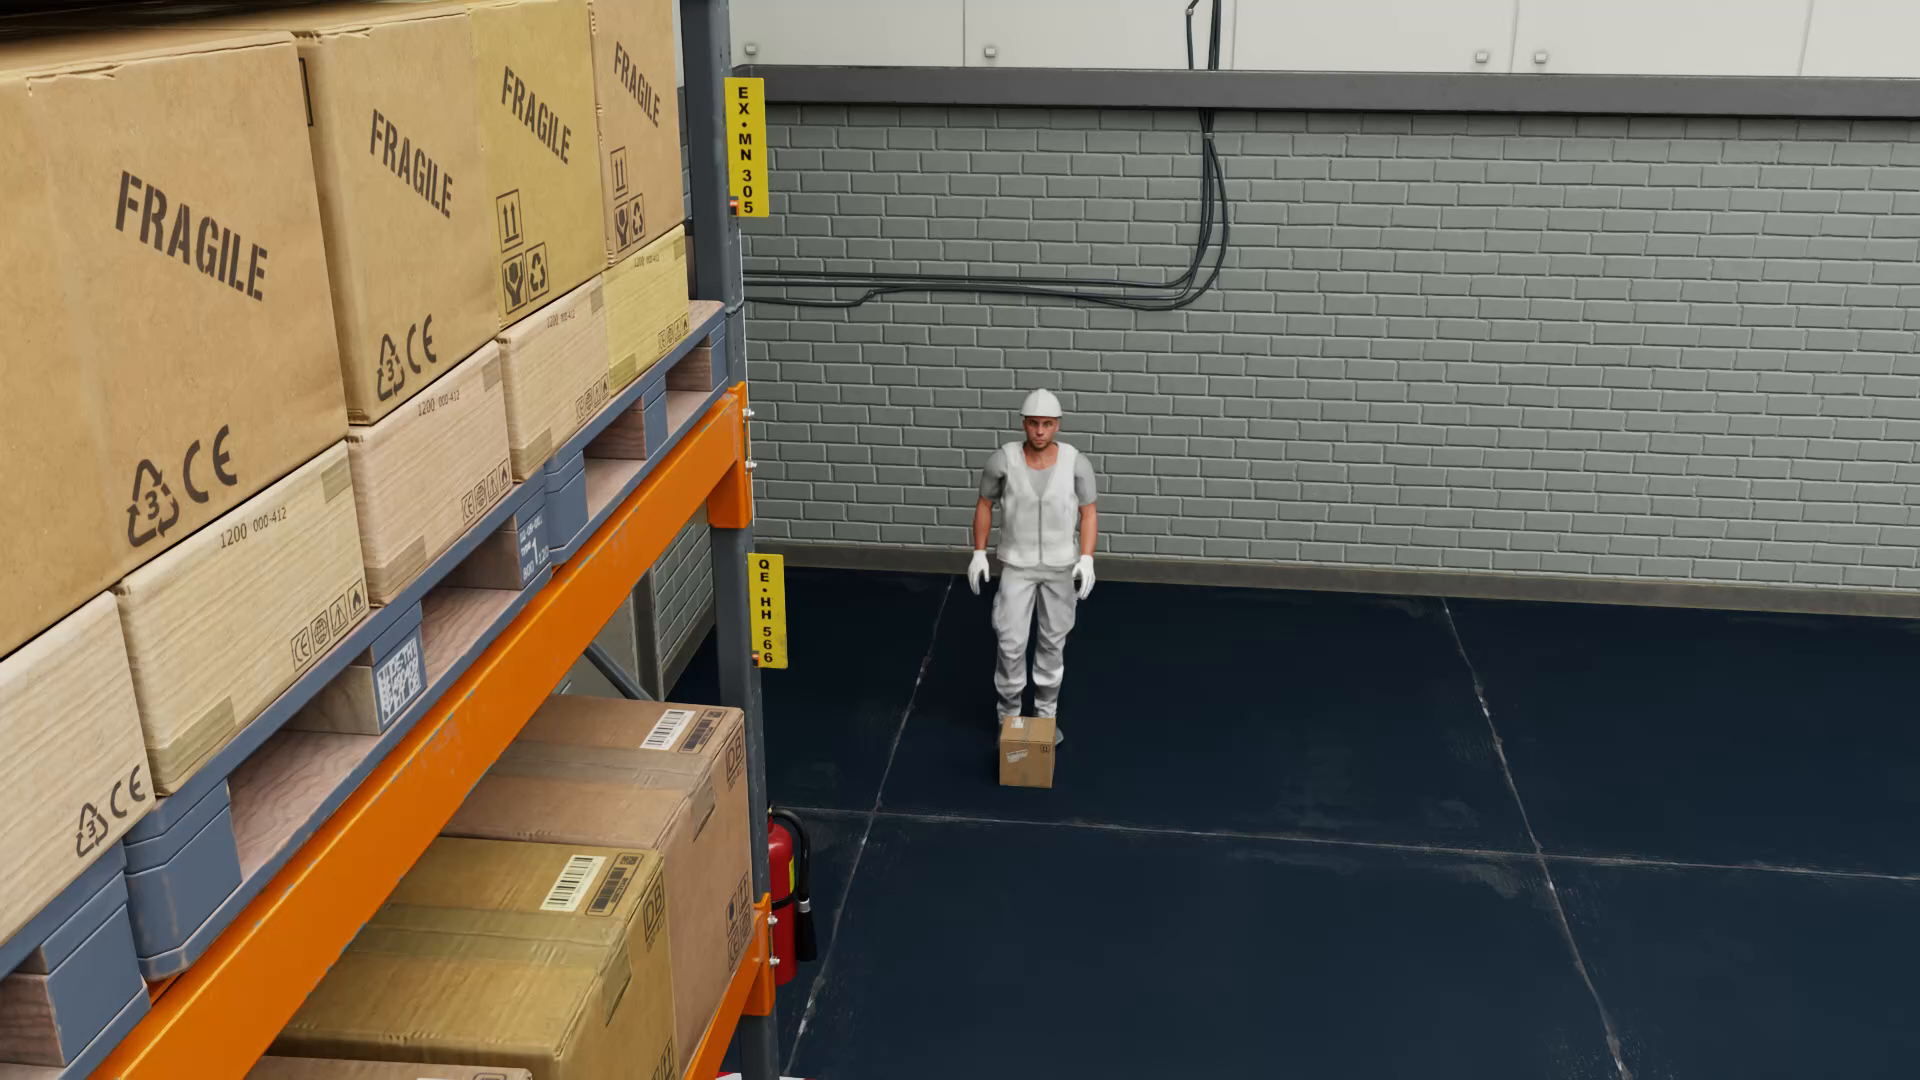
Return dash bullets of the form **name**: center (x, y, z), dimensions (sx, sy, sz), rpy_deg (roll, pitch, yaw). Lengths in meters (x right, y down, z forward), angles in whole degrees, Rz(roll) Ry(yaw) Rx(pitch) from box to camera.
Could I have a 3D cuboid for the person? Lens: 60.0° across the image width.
- **person**: center (0.361, 0.179, 8.161), dimensions (0.635, 1.859, 0.462), rpy_deg (-2, 21, -4)
